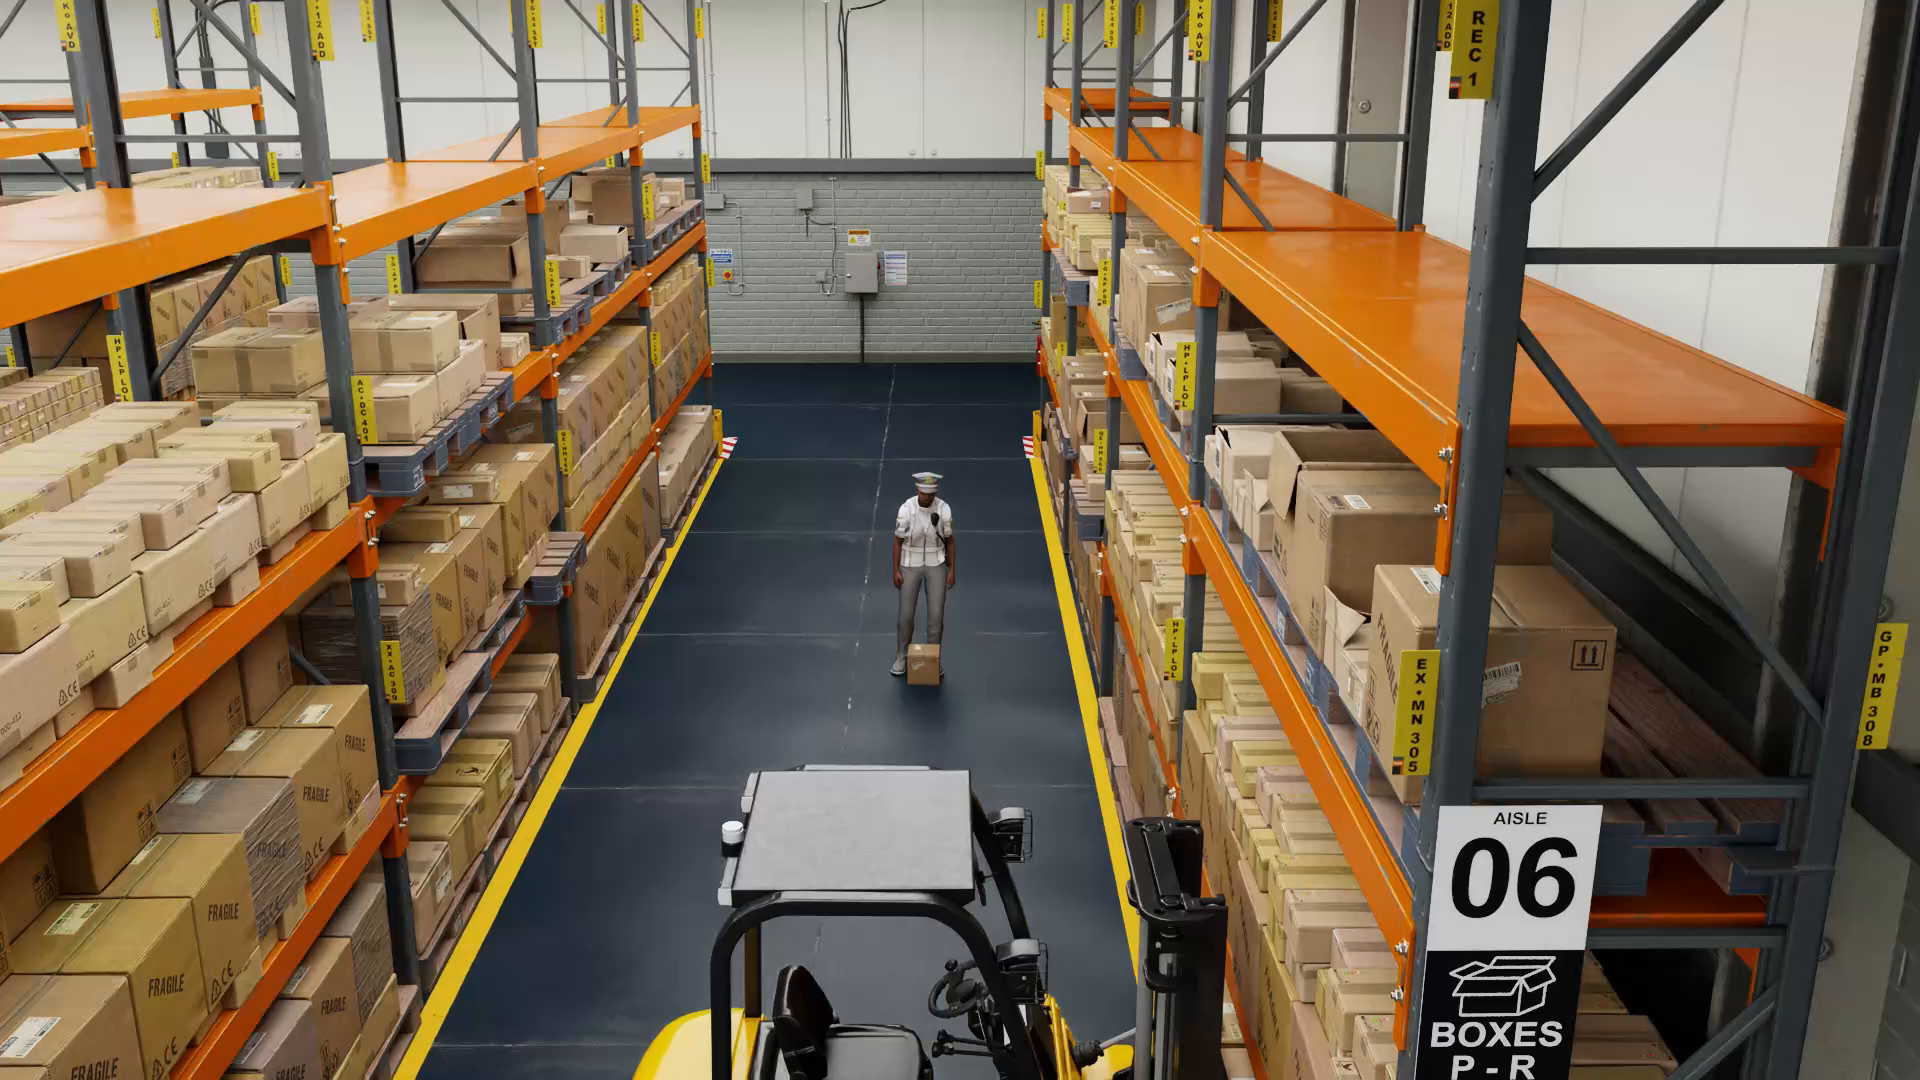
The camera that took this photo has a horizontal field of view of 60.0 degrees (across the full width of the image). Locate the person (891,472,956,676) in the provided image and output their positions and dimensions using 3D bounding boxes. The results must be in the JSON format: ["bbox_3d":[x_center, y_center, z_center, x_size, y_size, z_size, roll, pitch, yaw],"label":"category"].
[{"bbox_3d":[-0.297,0.252,13.251,0.532,1.664,0.422,-1,17,-4],"label":"person"}]
